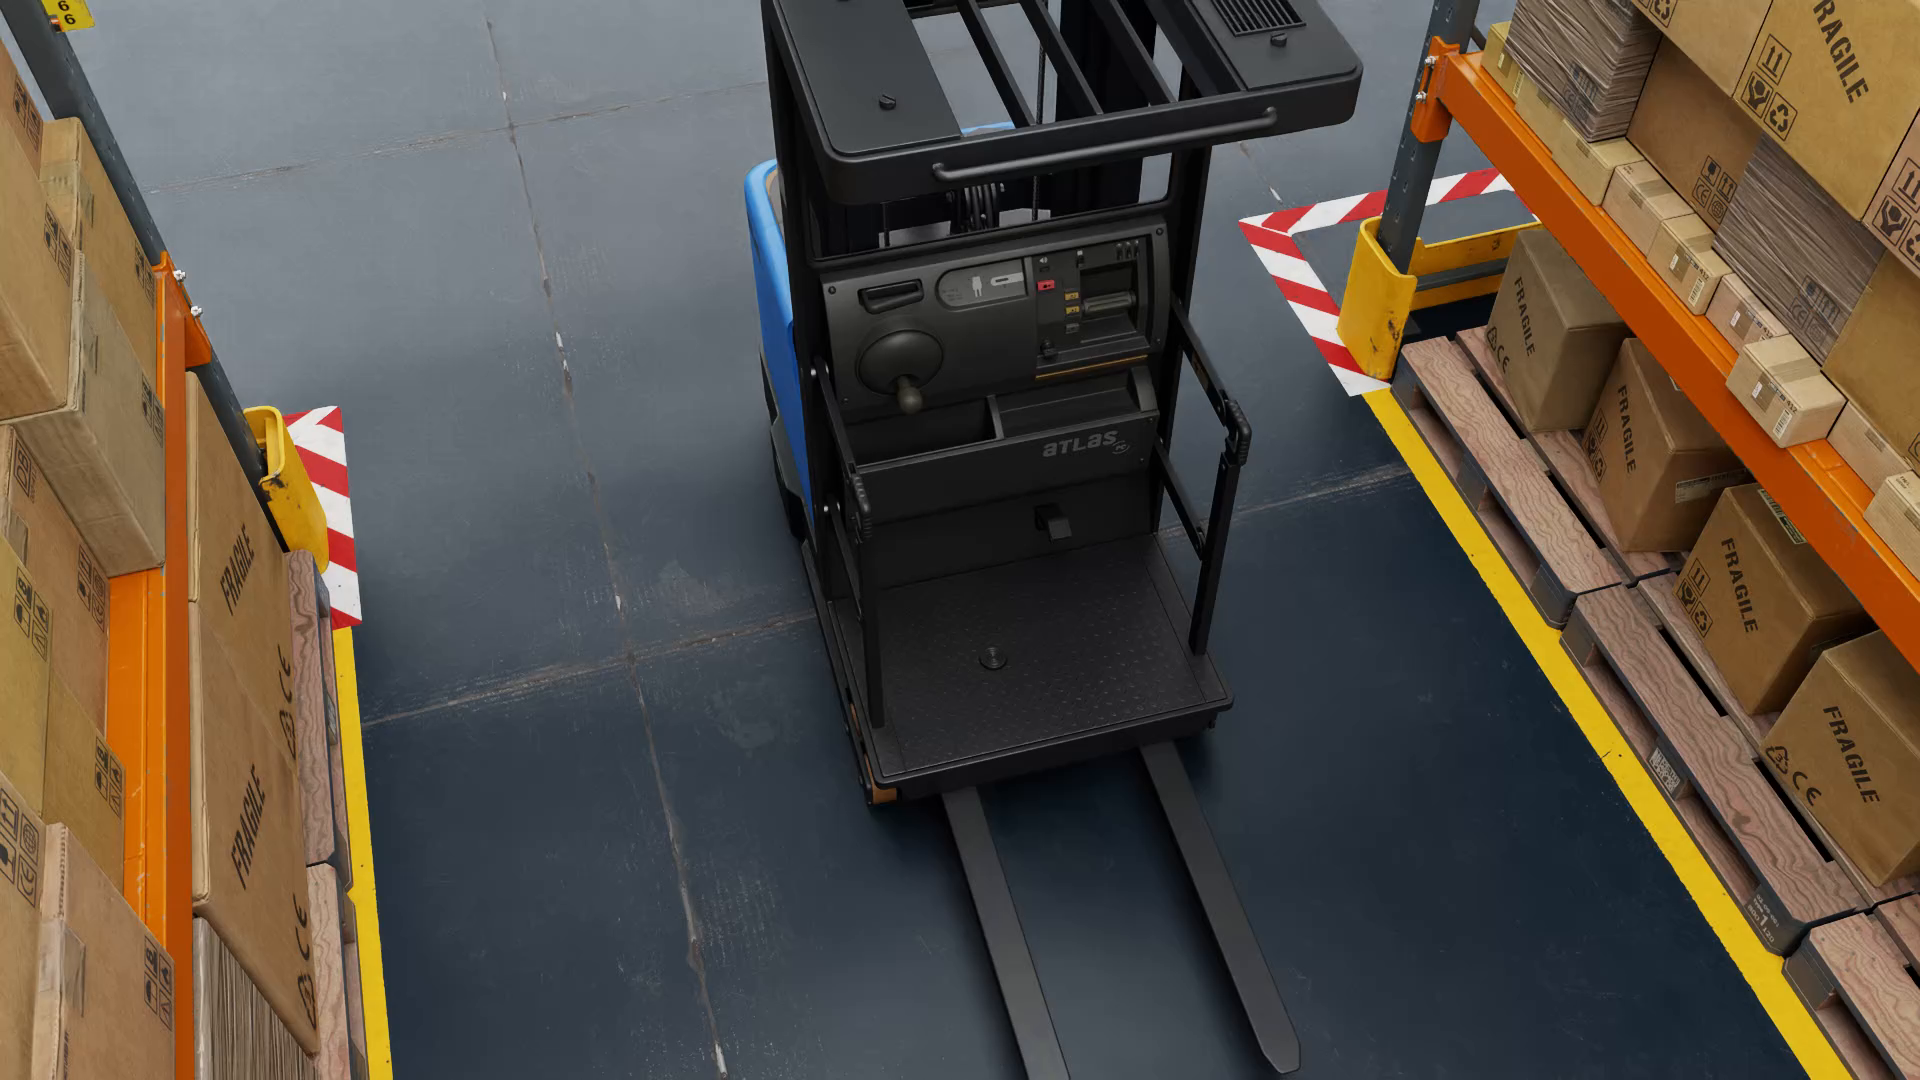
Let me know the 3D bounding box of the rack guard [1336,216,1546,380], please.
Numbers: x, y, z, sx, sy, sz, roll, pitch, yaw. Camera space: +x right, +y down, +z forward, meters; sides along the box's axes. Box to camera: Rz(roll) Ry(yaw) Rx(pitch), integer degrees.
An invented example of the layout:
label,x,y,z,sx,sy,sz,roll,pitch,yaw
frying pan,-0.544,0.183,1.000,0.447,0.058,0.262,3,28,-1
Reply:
label,x,y,z,sx,sy,sz,roll,pitch,yaw
rack guard,2.050,-1.009,6.274,1.175,0.500,0.348,-13,51,-11

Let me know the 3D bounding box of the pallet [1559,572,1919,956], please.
label,x,y,z,sx,sy,sz,roll,pitch,yaw
pallet,2.613,0.575,5.127,1.003,0.211,1.213,-13,51,-11

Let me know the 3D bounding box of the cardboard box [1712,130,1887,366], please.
label,x,y,z,sx,sy,sz,roll,pitch,yaw
cardboard box,2.533,-0.878,4.268,0.875,0.500,0.500,-13,51,-11

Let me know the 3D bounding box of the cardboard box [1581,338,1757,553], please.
label,x,y,z,sx,sy,sz,roll,pitch,yaw
cardboard box,2.405,-0.311,5.411,0.500,0.500,0.500,-2,50,-1

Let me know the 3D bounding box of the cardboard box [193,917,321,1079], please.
label,x,y,z,sx,sy,sz,roll,pitch,yaw
cardboard box,-1.947,1.515,3.626,0.875,0.875,0.875,-13,51,-11

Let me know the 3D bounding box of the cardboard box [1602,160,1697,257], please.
label,x,y,z,sx,sy,sz,roll,pitch,yaw
cardboard box,2.093,-0.977,4.776,0.380,0.149,0.250,-13,51,-11

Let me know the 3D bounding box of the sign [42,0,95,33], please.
label,x,y,z,sx,sy,sz,roll,pitch,yaw
sign,-2.219,-1.385,4.043,0.100,0.325,0.005,-13,51,-11

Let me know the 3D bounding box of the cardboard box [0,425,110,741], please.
label,x,y,z,sx,sy,sz,roll,pitch,yaw
cardboard box,-2.359,0.224,3.501,0.875,0.550,0.550,-13,51,-11

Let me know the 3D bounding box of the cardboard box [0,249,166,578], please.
label,x,y,z,sx,sy,sz,roll,pitch,yaw
cardboard box,-2.404,-0.214,3.870,0.875,0.550,0.550,-13,51,-11

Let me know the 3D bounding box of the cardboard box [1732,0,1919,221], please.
label,x,y,z,sx,sy,sz,roll,pitch,yaw
cardboard box,2.220,-1.126,3.823,0.500,0.500,0.500,-13,51,-11

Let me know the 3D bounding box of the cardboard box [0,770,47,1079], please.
label,x,y,z,sx,sy,sz,roll,pitch,yaw
cardboard box,-1.936,0.624,2.458,0.875,0.550,0.550,-13,51,-11

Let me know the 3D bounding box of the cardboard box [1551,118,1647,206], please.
label,x,y,z,sx,sy,sz,roll,pitch,yaw
cardboard box,1.999,-1.154,4.926,0.380,0.149,0.250,-13,51,-11

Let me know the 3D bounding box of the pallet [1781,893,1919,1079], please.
label,x,y,z,sx,sy,sz,roll,pitch,yaw
pallet,2.978,1.467,4.375,1.003,0.211,1.213,-13,51,-11

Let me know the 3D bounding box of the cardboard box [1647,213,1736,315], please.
label,x,y,z,sx,sy,sz,roll,pitch,yaw
cardboard box,2.160,-0.792,4.620,0.380,0.149,0.250,-13,51,-11

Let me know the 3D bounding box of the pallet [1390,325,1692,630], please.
label,x,y,z,sx,sy,sz,roll,pitch,yaw
pallet,2.256,-0.315,5.877,1.003,0.211,1.213,-13,51,-11

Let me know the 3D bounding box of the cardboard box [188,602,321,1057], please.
label,x,y,z,sx,sy,sz,roll,pitch,yaw
cardboard box,-2.215,0.849,4.187,0.875,0.875,0.875,-14,51,-12

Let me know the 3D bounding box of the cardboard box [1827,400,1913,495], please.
label,x,y,z,sx,sy,sz,roll,pitch,yaw
cardboard box,2.435,-0.257,4.169,0.380,0.149,0.250,-13,51,-11

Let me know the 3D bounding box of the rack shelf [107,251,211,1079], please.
label,x,y,z,sx,sy,sz,roll,pitch,yaw
rack shelf,-2.150,0.870,3.525,1.077,0.370,4.000,-13,51,-11

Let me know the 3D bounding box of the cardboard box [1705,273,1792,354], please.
label,x,y,z,sx,sy,sz,roll,pitch,yaw
cardboard box,2.260,-0.616,4.472,0.380,0.149,0.250,-13,51,-11

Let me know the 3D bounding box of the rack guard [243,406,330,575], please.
label,x,y,z,sx,sy,sz,roll,pitch,yaw
rack guard,-2.748,-0.035,5.452,1.175,0.500,0.348,-13,51,-11

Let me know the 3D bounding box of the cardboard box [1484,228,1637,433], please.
label,x,y,z,sx,sy,sz,roll,pitch,yaw
cardboard box,2.196,-0.740,5.772,0.500,0.500,0.500,-5,50,-4

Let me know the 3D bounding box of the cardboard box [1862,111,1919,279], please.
label,x,y,z,sx,sy,sz,roll,pitch,yaw
cardboard box,2.373,-0.762,3.517,0.500,0.500,0.500,-13,51,-11

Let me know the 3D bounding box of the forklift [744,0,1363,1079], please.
label,x,y,z,sx,sy,sz,roll,pitch,yaw
forklift,0.164,-0.482,4.240,1.130,2.935,3.031,-12,51,-10

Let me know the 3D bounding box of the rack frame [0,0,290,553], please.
label,x,y,z,sx,sy,sz,roll,pitch,yaw
rack frame,-2.741,-0.823,4.482,1.000,3.000,0.127,-13,51,-11

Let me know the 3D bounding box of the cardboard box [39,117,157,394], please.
label,x,y,z,sx,sy,sz,roll,pitch,yaw
cardboard box,-2.588,-0.610,4.205,0.875,0.550,0.550,-13,51,-11

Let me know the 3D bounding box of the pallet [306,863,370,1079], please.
label,x,y,z,sx,sy,sz,roll,pitch,yaw
pallet,-2.073,1.532,4.321,1.003,0.211,1.213,-13,51,-11

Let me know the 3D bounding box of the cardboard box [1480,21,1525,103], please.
label,x,y,z,sx,sy,sz,roll,pitch,yaw
cardboard box,1.884,-1.527,5.240,0.380,0.149,0.250,-13,51,-11

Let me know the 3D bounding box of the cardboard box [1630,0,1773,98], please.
label,x,y,z,sx,sy,sz,roll,pitch,yaw
cardboard box,2.071,-1.491,4.131,0.500,0.500,0.500,-13,51,-11

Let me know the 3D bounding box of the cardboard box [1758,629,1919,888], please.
label,x,y,z,sx,sy,sz,roll,pitch,yaw
cardboard box,2.695,0.568,4.670,0.500,0.500,0.500,-17,52,-14

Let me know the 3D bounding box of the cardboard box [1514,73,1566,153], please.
label,x,y,z,sx,sy,sz,roll,pitch,yaw
cardboard box,1.939,-1.340,5.082,0.380,0.149,0.250,-13,51,-11

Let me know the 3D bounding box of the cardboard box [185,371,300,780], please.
label,x,y,z,sx,sy,sz,roll,pitch,yaw
cardboard box,-2.477,0.207,4.729,0.875,0.875,0.875,-13,51,-11

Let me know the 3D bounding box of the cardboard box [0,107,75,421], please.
label,x,y,z,sx,sy,sz,roll,pitch,yaw
cardboard box,-2.417,-0.559,3.455,0.875,0.550,0.550,-13,51,-11

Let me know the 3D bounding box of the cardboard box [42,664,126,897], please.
label,x,y,z,sx,sy,sz,roll,pitch,yaw
cardboard box,-2.163,0.602,3.183,0.875,0.550,0.500,-13,51,-11

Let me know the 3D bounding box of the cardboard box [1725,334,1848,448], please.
label,x,y,z,sx,sy,sz,roll,pitch,yaw
cardboard box,2.235,-0.410,4.298,0.380,0.149,0.250,-13,51,-11

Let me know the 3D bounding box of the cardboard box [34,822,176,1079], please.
label,x,y,z,sx,sy,sz,roll,pitch,yaw
cardboard box,-1.910,0.966,2.876,0.875,0.550,0.550,-13,51,-11

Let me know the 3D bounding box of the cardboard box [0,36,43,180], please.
label,x,y,z,sx,sy,sz,roll,pitch,yaw
cardboard box,-2.668,-0.939,3.776,0.875,0.550,0.550,-13,51,-11

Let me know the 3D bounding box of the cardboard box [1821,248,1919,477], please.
label,x,y,z,sx,sy,sz,roll,pitch,yaw
cardboard box,2.669,-0.510,3.958,0.875,0.500,0.500,-13,51,-11

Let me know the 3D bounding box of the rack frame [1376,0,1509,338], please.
label,x,y,z,sx,sy,sz,roll,pitch,yaw
rack frame,2.027,-1.870,5.365,1.000,3.000,0.127,-13,51,-11

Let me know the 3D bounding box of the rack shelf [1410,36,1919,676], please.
label,x,y,z,sx,sy,sz,roll,pitch,yaw
rack shelf,2.619,-0.178,4.409,1.077,0.370,4.000,-13,51,-11

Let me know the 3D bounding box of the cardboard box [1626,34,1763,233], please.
label,x,y,z,sx,sy,sz,roll,pitch,yaw
cardboard box,2.426,-1.253,4.584,0.875,0.500,0.500,-13,51,-11

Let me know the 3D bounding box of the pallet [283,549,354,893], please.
label,x,y,z,sx,sy,sz,roll,pitch,yaw
pallet,-2.430,0.642,5.071,1.003,0.211,1.213,-13,51,-11

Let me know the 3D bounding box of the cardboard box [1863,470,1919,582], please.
label,x,y,z,sx,sy,sz,roll,pitch,yaw
cardboard box,2.436,-0.057,4.001,0.380,0.149,0.250,-13,51,-11

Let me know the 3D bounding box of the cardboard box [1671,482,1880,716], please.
label,x,y,z,sx,sy,sz,roll,pitch,yaw
cardboard box,2.572,0.150,5.022,0.500,0.500,0.500,-9,50,-8

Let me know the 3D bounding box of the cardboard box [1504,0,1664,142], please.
label,x,y,z,sx,sy,sz,roll,pitch,yaw
cardboard box,2.163,-1.591,4.869,0.875,0.500,0.500,-13,51,-11

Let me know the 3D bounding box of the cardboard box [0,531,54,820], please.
label,x,y,z,sx,sy,sz,roll,pitch,yaw
cardboard box,-2.101,0.239,2.782,0.875,0.550,0.500,-13,51,-11
